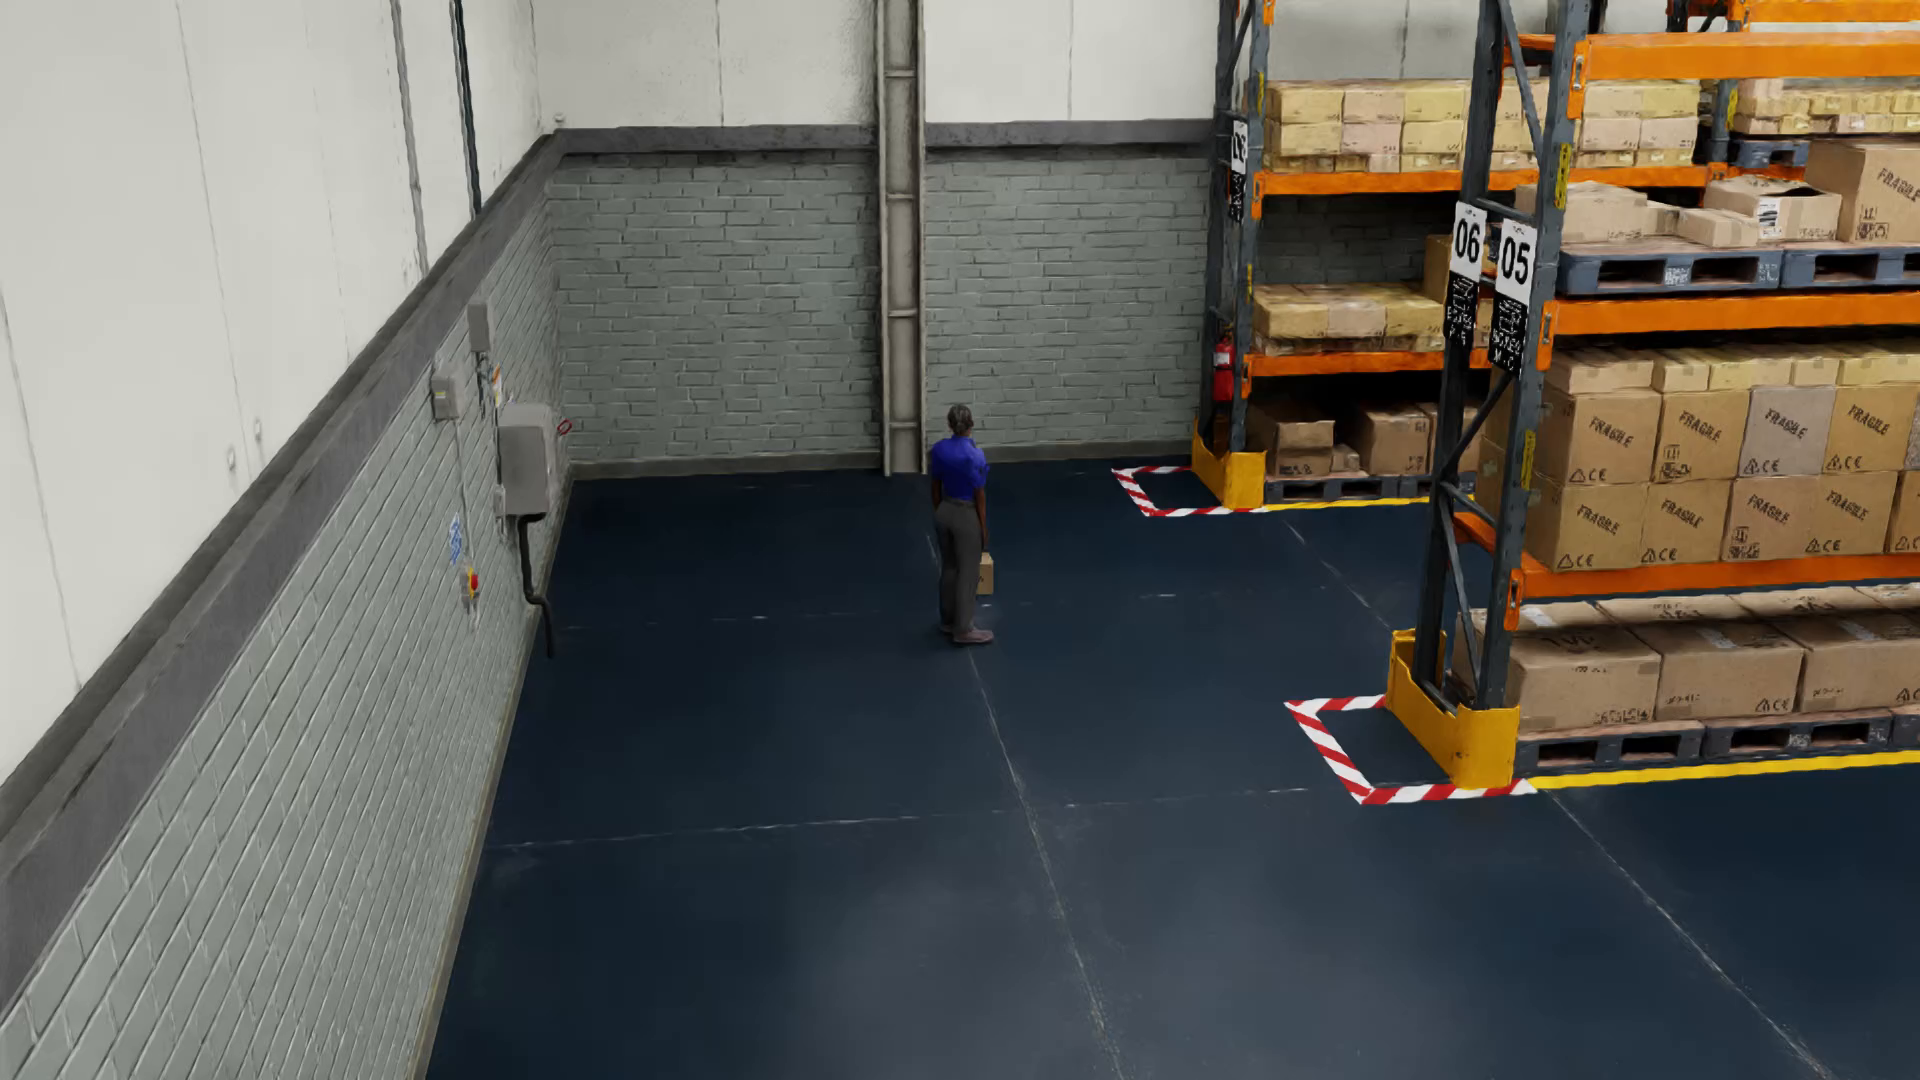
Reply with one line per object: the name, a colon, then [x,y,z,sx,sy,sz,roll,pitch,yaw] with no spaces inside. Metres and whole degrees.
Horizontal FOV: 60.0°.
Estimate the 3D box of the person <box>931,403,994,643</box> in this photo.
person: [0.027,-0.123,11.383,0.500,1.664,0.380,19,27,41]
